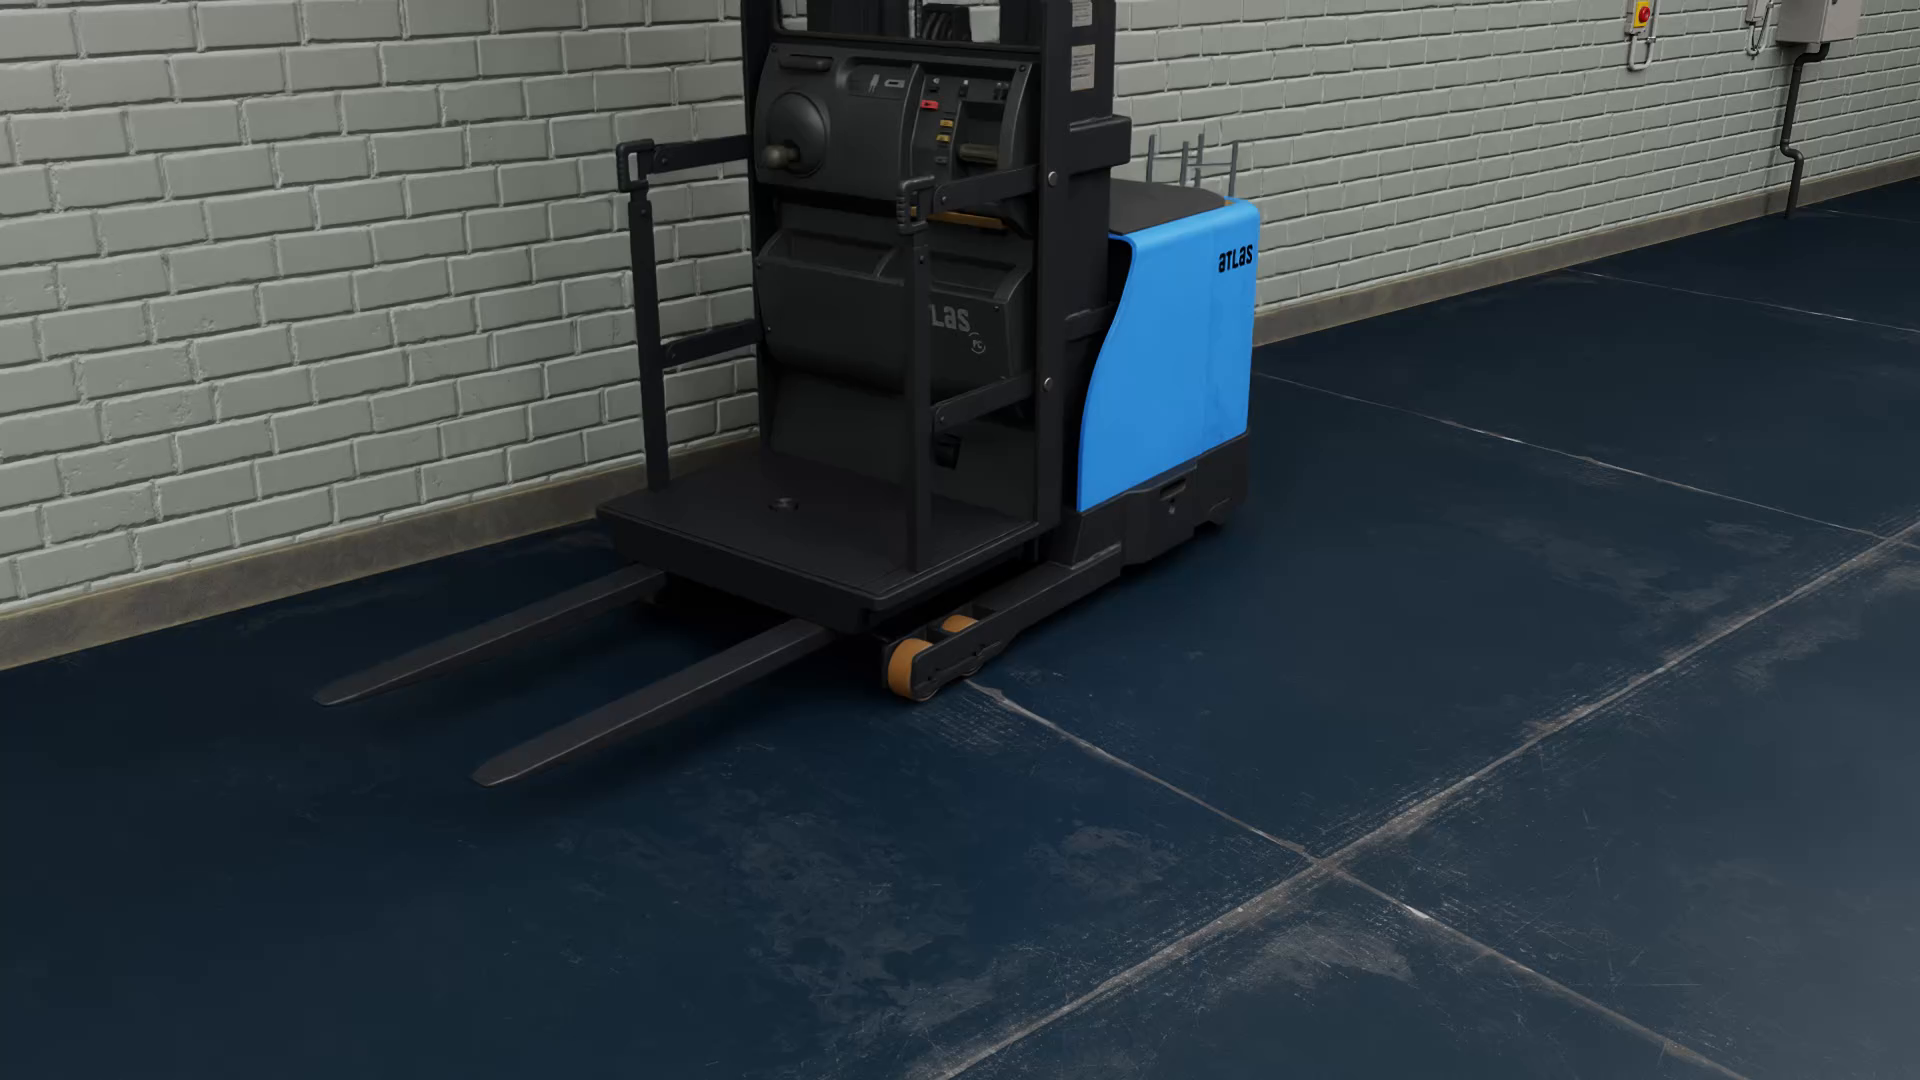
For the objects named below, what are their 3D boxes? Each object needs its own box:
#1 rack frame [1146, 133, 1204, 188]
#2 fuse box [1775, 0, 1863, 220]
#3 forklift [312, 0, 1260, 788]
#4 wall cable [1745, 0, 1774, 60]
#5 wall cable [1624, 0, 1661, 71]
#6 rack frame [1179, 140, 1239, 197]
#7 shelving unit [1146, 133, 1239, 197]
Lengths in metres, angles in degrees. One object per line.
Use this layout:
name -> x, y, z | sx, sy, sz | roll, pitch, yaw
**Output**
rack frame -> 0.730, -0.847, 5.982 | 0.240, 1.200, 0.006 | -10, 23, -31
fuse box -> 5.433, -2.886, 10.505 | 0.539, 1.711, 0.414 | -17, 27, -37
forklift -> -0.330, -1.141, 4.379 | 1.130, 2.935, 3.031 | 16, 27, 35
wall cable -> 4.813, -3.840, 9.781 | 0.588, 1.984, 0.122 | -17, 27, -37
wall cable -> 3.746, -3.513, 8.905 | 0.585, 1.953, 0.123 | -17, 27, -37
rack frame -> 0.826, -0.790, 5.837 | 0.240, 1.200, 0.006 | -10, 23, -31
shelving unit -> 0.778, -0.818, 5.909 | 0.258, 1.200, 0.189 | -10, 23, -31
